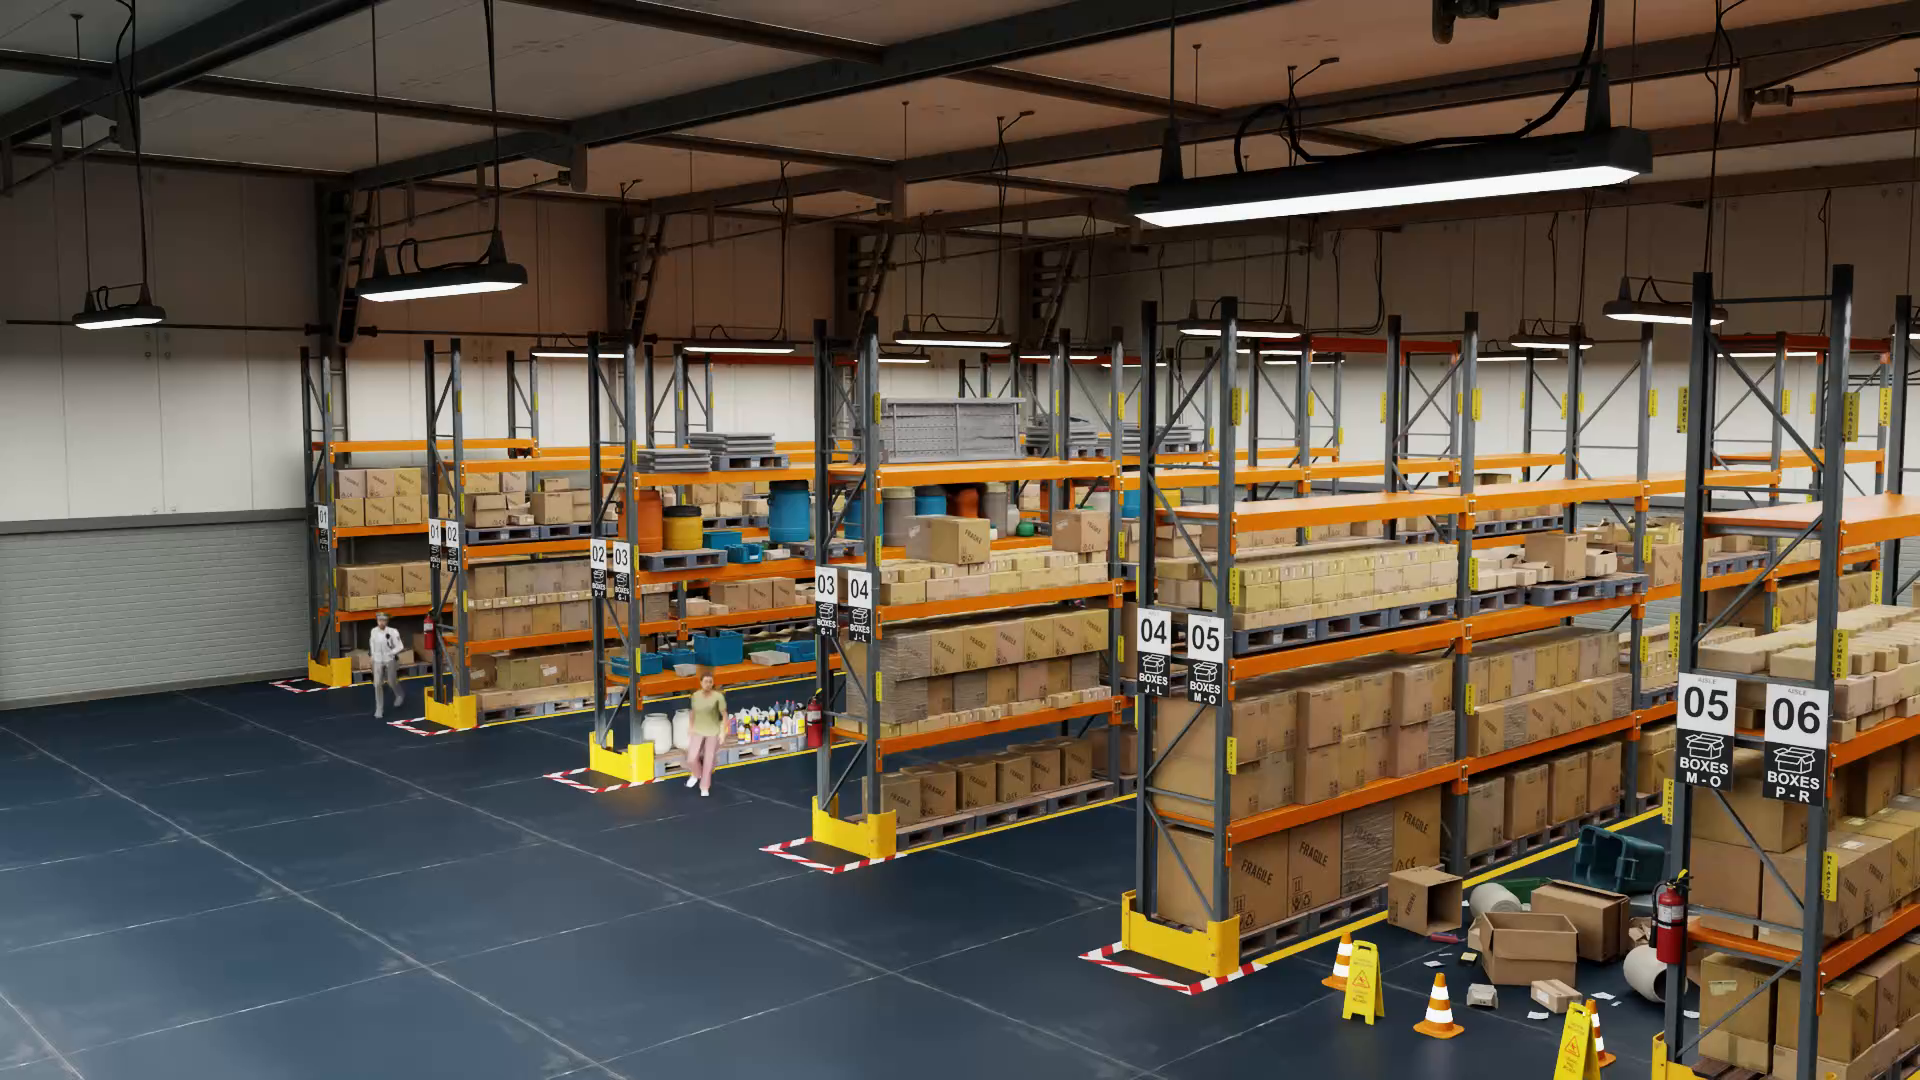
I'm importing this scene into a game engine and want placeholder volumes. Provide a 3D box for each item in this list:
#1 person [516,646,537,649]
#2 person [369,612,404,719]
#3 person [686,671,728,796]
[{"bbox_3d":[-7.499,1.734,28.872,0.660,1.748,0.853,4,6,39],"label":"person"},{"bbox_3d":[-9.255,1.970,26.843,0.590,1.686,0.920,0,5,0],"label":"person"},{"bbox_3d":[-3.244,2.476,21.294,0.577,1.640,0.515,0,5,1],"label":"person"}]
